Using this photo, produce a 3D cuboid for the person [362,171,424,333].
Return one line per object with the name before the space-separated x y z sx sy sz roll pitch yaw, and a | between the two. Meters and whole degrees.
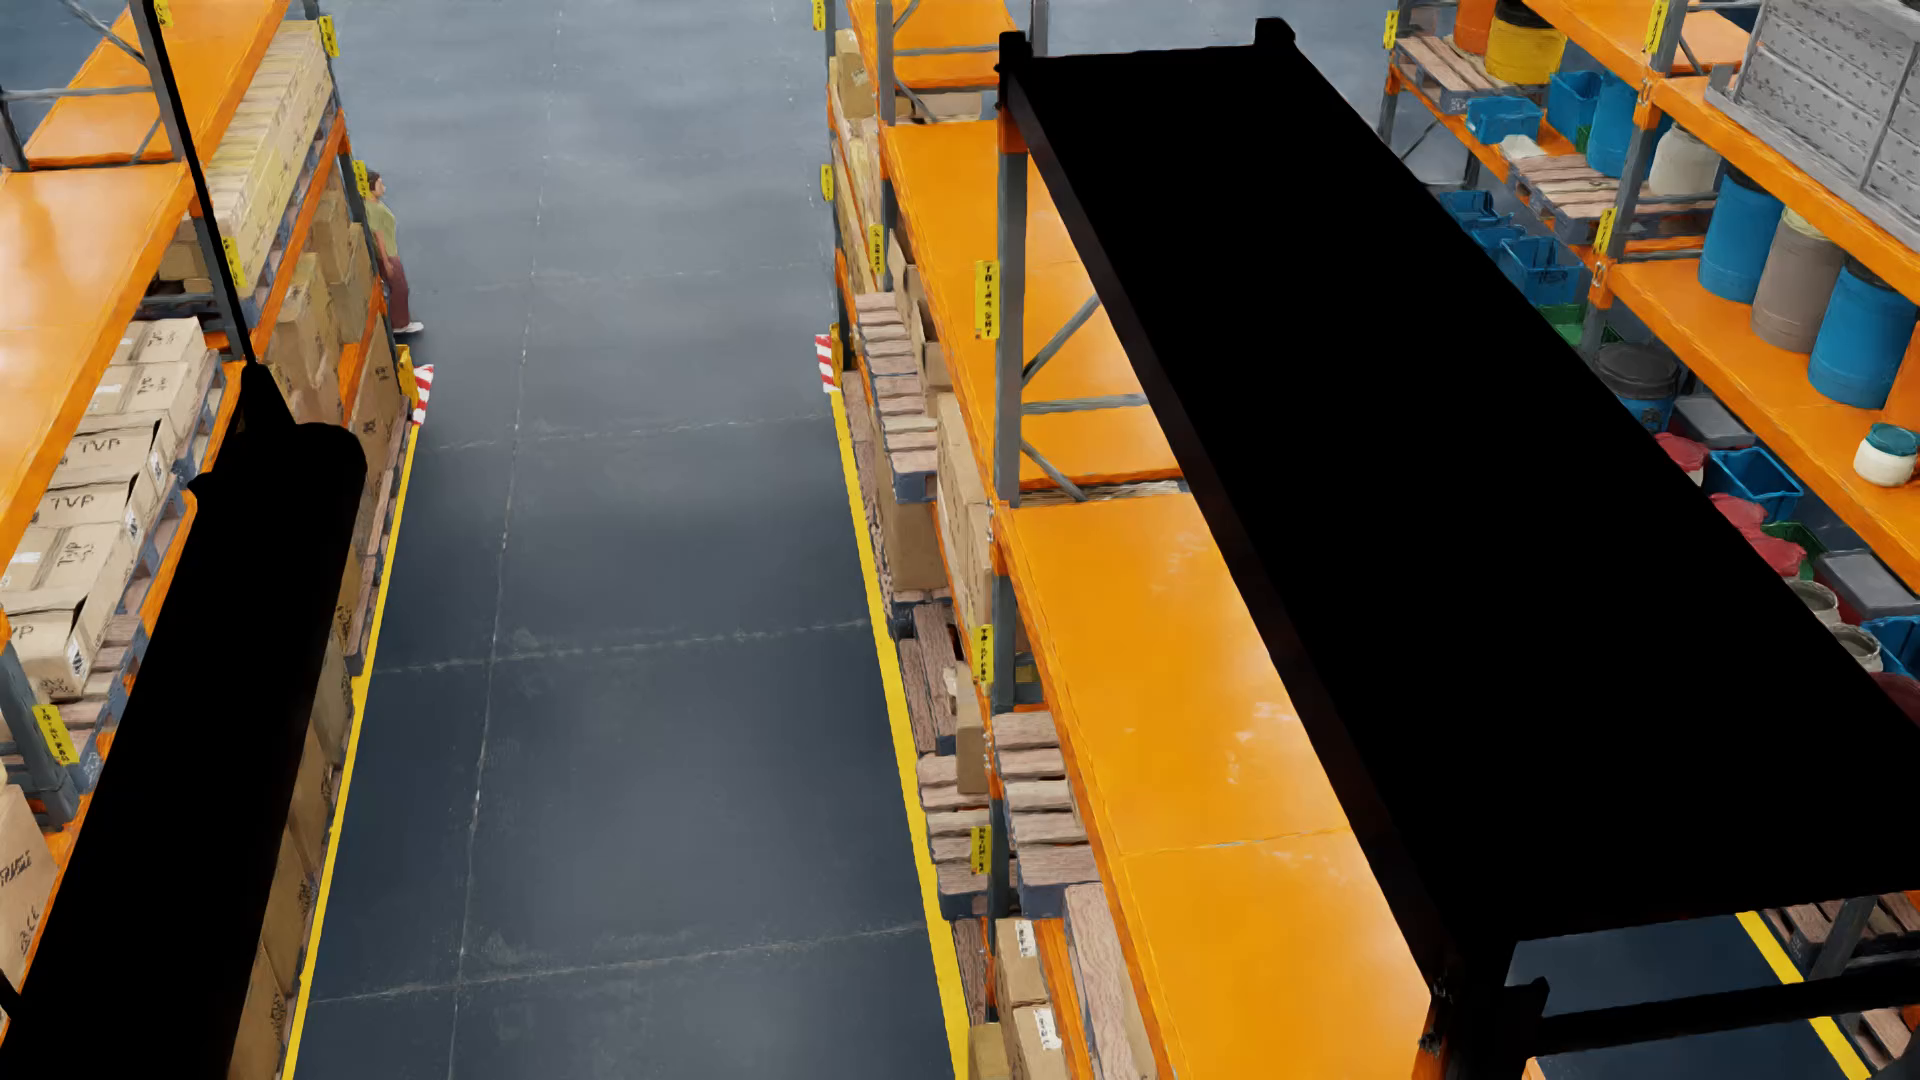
person | -5.540 -2.706 15.749 0.543 1.664 0.565 -25 43 -29
